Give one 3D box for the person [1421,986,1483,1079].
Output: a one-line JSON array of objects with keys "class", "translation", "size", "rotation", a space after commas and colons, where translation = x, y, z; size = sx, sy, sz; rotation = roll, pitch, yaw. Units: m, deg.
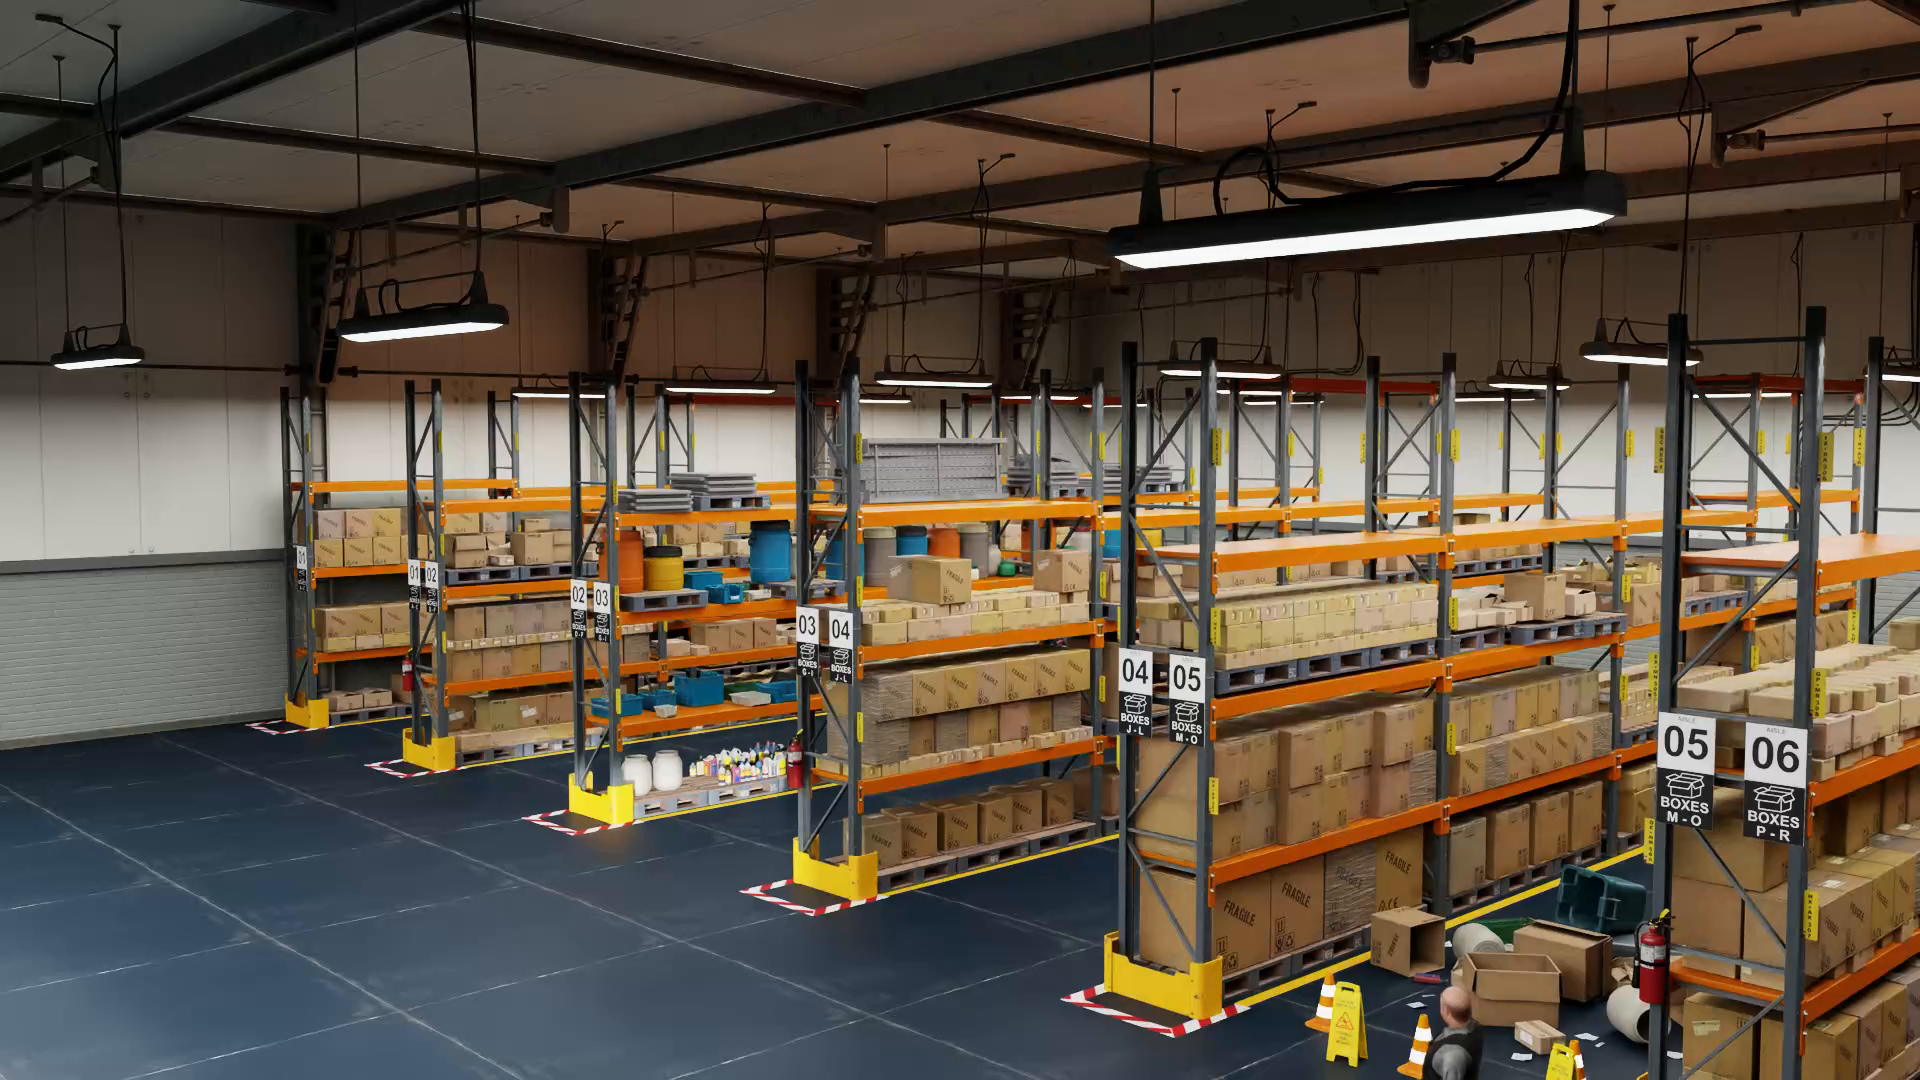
[{"class": "person", "translation": [3.062, 3.652, 10.439], "size": [0.410, 1.768, 0.641], "rotation": [1, 4, 16]}]
